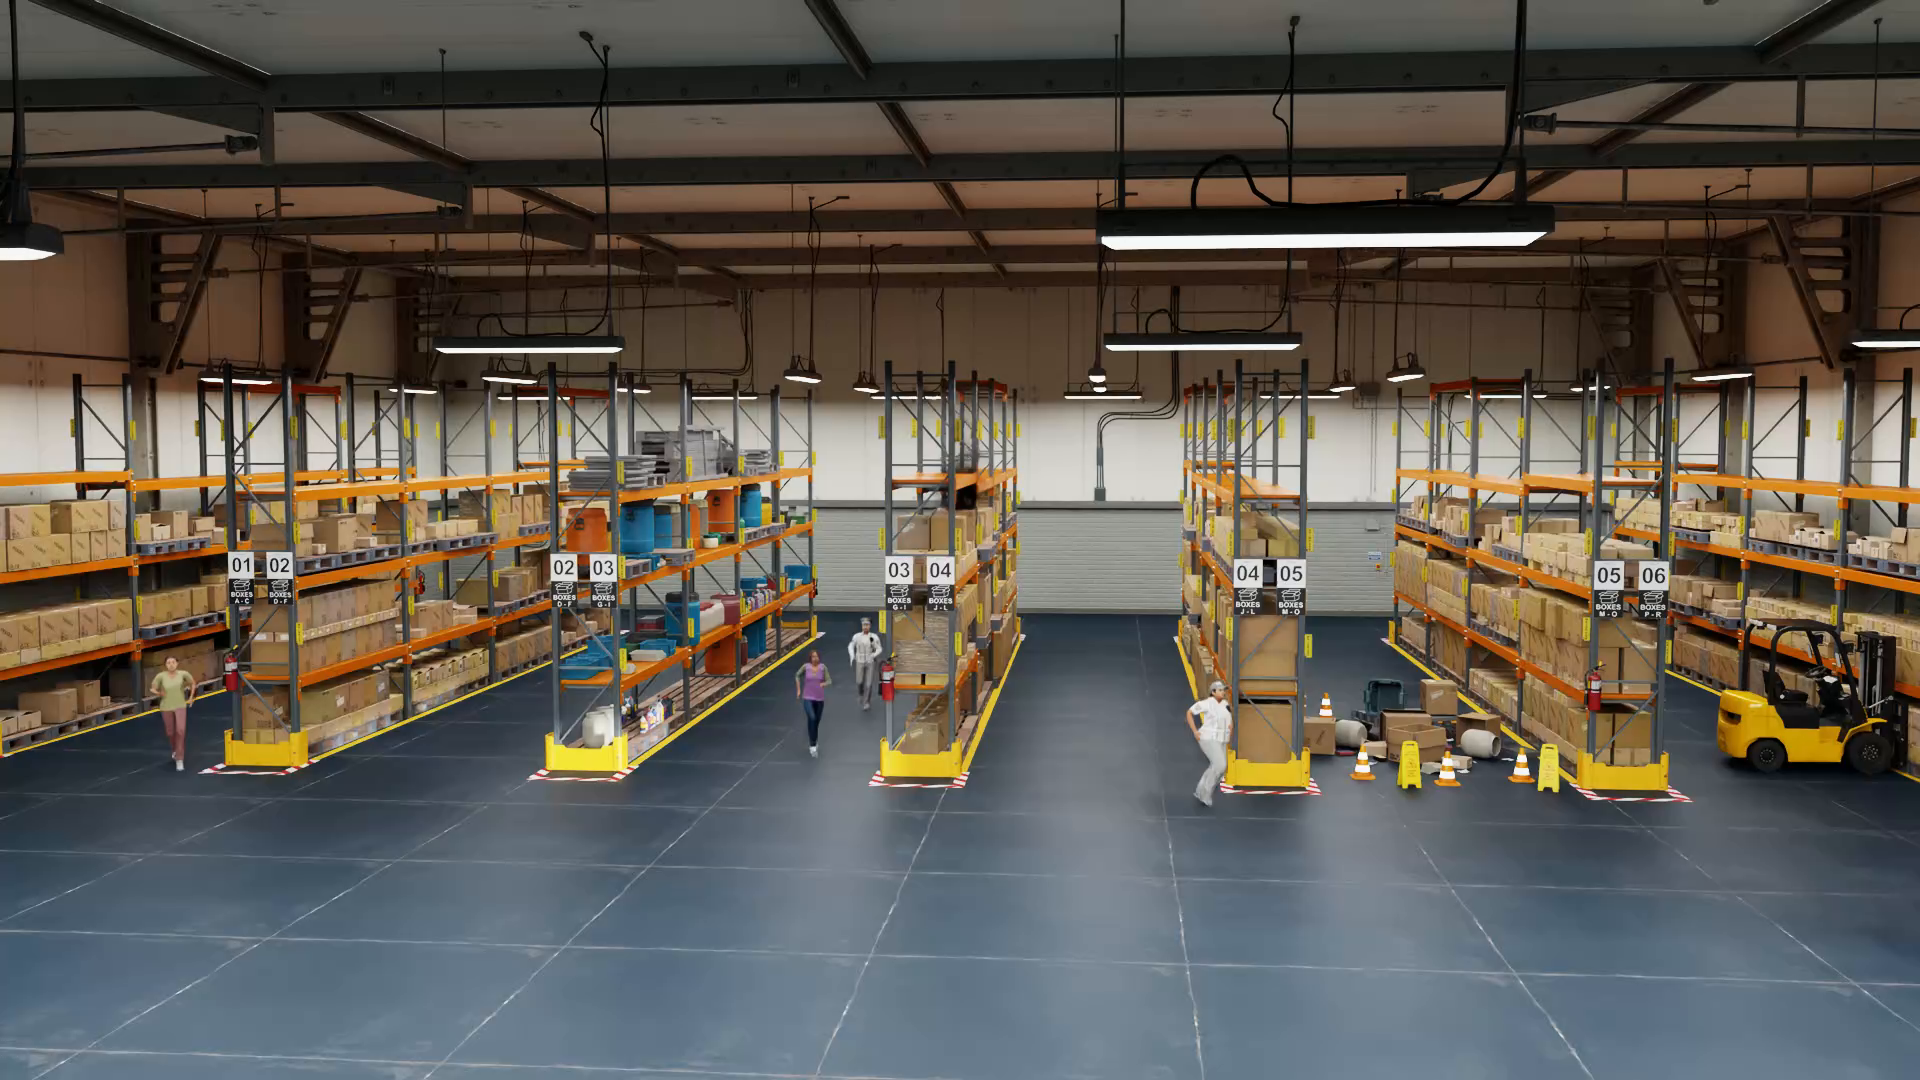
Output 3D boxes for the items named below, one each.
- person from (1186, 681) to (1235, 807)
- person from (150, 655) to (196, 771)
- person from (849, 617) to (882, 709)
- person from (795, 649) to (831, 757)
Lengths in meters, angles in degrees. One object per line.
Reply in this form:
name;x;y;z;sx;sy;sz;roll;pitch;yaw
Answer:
person;3.432;2.723;22.332;0.619;1.657;0.615;-3;5;-42
person;-11.741;2.541;24.814;0.610;1.684;0.924;-1;4;-20
person;-1.701;2.213;29.820;0.615;1.658;0.540;0;4;-1
person;-2.263;2.498;25.764;0.502;1.643;0.801;-1;4;-17
